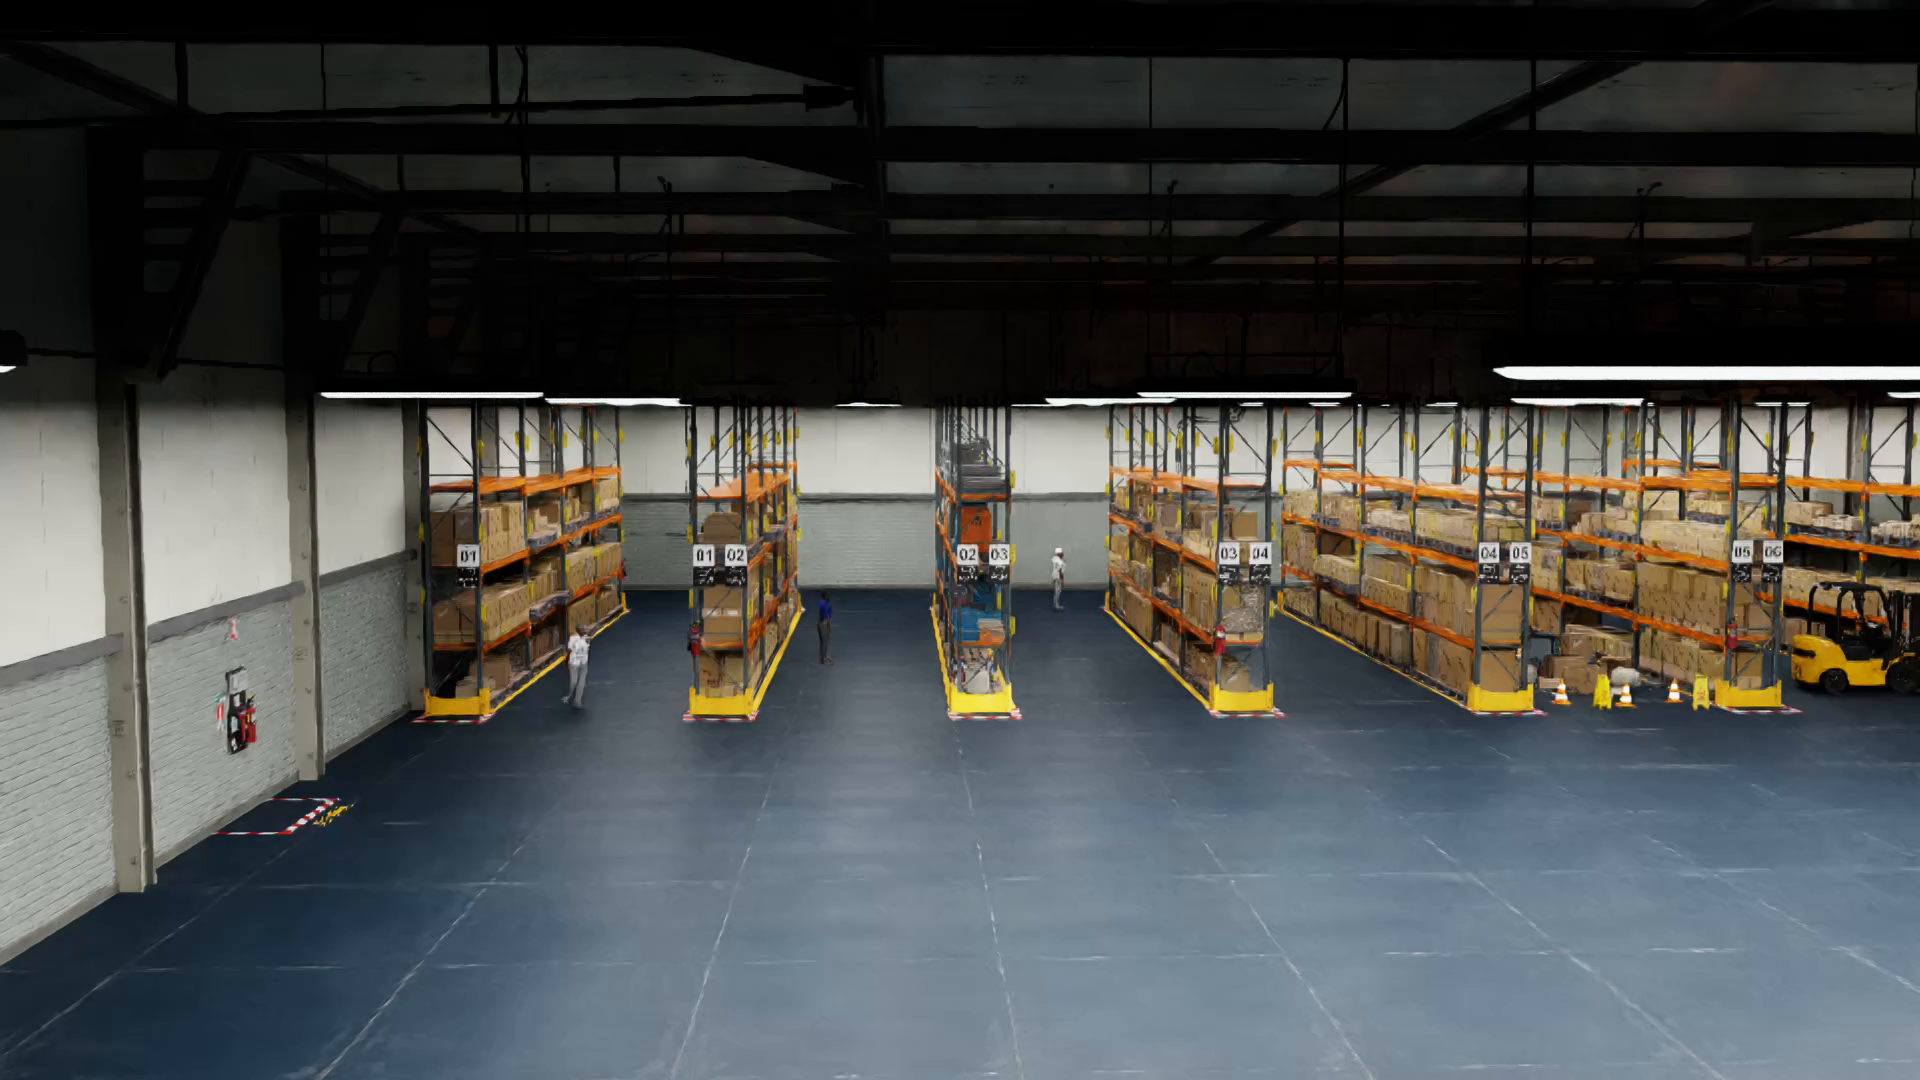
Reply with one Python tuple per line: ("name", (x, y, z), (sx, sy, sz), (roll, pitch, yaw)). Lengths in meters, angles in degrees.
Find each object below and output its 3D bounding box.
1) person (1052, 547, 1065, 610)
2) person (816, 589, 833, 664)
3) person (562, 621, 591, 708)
("person", (2.820, 1.088, 47.412), (0.384, 1.769, 0.703), (-1, 5, -10))
("person", (-3.007, 1.937, 37.418), (0.440, 1.666, 0.551), (-2, 5, -27))
("person", (-7.380, 2.380, 31.953), (0.517, 1.670, 0.526), (-4, 6, -40))
